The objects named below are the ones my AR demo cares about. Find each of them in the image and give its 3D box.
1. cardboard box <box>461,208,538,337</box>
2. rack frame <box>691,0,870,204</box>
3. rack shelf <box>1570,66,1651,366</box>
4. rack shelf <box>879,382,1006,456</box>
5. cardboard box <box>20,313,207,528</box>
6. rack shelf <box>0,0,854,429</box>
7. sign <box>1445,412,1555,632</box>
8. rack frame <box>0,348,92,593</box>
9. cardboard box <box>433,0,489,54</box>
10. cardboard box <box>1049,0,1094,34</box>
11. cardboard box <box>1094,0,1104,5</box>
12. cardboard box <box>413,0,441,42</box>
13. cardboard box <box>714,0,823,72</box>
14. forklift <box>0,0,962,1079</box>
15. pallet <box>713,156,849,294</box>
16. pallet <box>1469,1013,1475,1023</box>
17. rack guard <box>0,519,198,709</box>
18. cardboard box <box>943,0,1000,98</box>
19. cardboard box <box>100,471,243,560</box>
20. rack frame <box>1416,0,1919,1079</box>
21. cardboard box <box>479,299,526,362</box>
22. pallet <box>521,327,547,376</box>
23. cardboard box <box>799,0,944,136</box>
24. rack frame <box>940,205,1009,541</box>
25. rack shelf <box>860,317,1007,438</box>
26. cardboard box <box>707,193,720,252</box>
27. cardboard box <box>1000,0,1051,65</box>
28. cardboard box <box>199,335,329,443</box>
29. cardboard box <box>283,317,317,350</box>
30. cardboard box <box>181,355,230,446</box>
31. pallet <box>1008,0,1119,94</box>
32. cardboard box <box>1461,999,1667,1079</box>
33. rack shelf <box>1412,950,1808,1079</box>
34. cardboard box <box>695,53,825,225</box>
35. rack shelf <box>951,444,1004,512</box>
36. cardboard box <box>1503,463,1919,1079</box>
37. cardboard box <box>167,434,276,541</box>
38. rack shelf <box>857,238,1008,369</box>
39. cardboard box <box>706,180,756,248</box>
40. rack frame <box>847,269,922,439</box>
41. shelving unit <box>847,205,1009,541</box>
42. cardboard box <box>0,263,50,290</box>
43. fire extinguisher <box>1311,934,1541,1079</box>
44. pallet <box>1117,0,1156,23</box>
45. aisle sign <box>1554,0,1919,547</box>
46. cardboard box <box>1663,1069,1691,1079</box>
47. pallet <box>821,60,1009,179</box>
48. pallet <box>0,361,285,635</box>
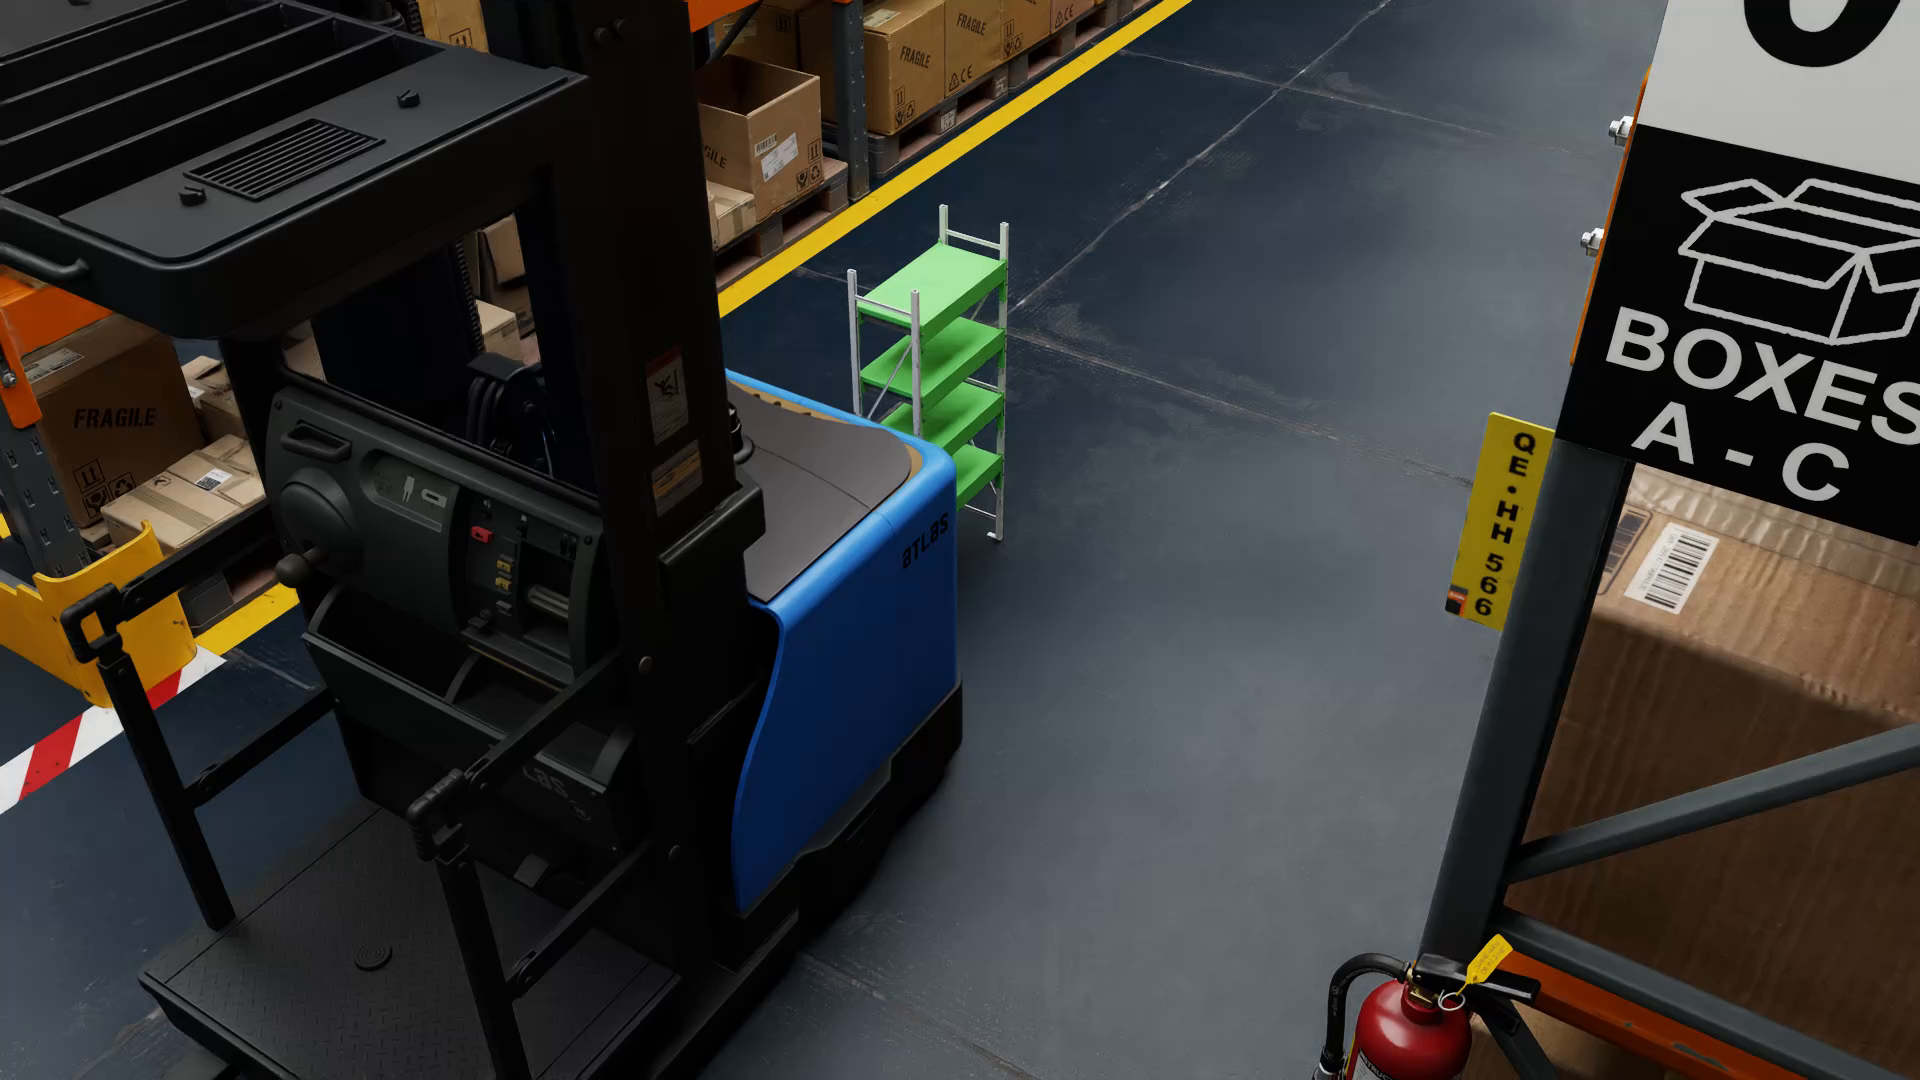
[{"bbox_3d":[-1.883,-1.175,6.501,0.797,0.503,0.637,21,42,25],"label":"cardboard box"},{"bbox_3d":[-0.881,-2.959,7.132,1.000,3.000,0.127,21,42,25],"label":"rack frame"},{"bbox_3d":[2.233,-1.213,2.999,1.077,0.370,4.000,21,42,25],"label":"rack shelf"},{"bbox_3d":[-0.089,-0.339,5.312,0.258,0.148,0.480,21,42,25],"label":"rack shelf"},{"bbox_3d":[-2.940,-0.442,5.554,0.500,0.500,0.500,21,42,25],"label":"cardboard box"},{"bbox_3d":[-1.952,-1.643,6.014,1.077,0.370,4.000,21,42,25],"label":"rack shelf"},{"bbox_3d":[0.710,-0.016,2.171,0.100,0.325,0.005,21,42,25],"label":"sign"},{"bbox_3d":[-3.024,-0.897,4.457,1.000,3.000,0.127,21,42,25],"label":"rack frame"},{"bbox_3d":[-1.751,-1.862,5.627,0.500,0.500,0.500,22,43,26],"label":"cardboard box"},{"bbox_3d":[0.406,-3.107,9.011,0.500,0.500,0.500,20,42,23],"label":"cardboard box"},{"bbox_3d":[0.682,-3.380,9.365,0.500,0.500,0.500,20,42,24],"label":"cardboard box"},{"bbox_3d":[-2.020,-1.605,5.293,0.500,0.500,0.500,21,42,25],"label":"cardboard box"},{"bbox_3d":[-0.858,-2.492,8.212,0.500,0.500,0.500,21,42,25],"label":"cardboard box"},{"bbox_3d":[-1.207,0.062,3.269,1.130,2.935,3.031,21,42,25],"label":"forklift"},{"bbox_3d":[-1.249,-1.501,7.525,1.003,0.211,1.213,21,42,25],"label":"pallet"},{"bbox_3d":[1.523,1.388,3.777,1.003,0.211,1.213,21,42,25],"label":"pallet"},{"bbox_3d":[-2.983,0.054,5.271,1.175,0.500,0.348,21,42,25],"label":"rack guard"},{"bbox_3d":[-0.139,-2.592,8.342,0.500,0.500,0.500,22,43,26],"label":"cardboard box"},{"bbox_3d":[-2.509,-0.046,5.327,0.380,0.149,0.250,21,42,25],"label":"cardboard box"},{"bbox_3d":[1.158,0.720,2.359,0.949,2.616,0.053,21,42,25],"label":"rack frame"},{"bbox_3d":[-1.957,-0.686,6.074,0.500,0.250,0.500,21,42,25],"label":"cardboard box"},{"bbox_3d":[-1.902,-0.870,6.705,1.003,0.211,1.213,21,42,25],"label":"pallet"},{"bbox_3d":[-0.416,-2.313,7.981,0.500,0.500,0.500,19,42,23],"label":"cardboard box"},{"bbox_3d":[0.042,-0.516,5.436,0.240,1.200,0.015,21,42,25],"label":"rack frame"},{"bbox_3d":[-0.089,-0.529,5.165,0.258,0.148,0.480,21,42,25],"label":"rack shelf"},{"bbox_3d":[-1.348,-1.296,6.816,0.500,0.311,0.500,21,42,25],"label":"cardboard box"},{"bbox_3d":[0.135,-2.847,8.673,0.500,0.500,0.500,22,43,26],"label":"cardboard box"},{"bbox_3d":[-2.225,-0.428,5.740,0.500,0.250,0.500,21,42,25],"label":"cardboard box"},{"bbox_3d":[-2.406,-0.823,6.253,0.500,0.250,0.500,21,42,25],"label":"cardboard box"},{"bbox_3d":[-2.647,-0.490,5.889,0.380,0.166,0.250,21,42,25],"label":"cardboard box"},{"bbox_3d":[0.176,-2.918,9.362,1.003,0.211,1.213,21,42,25],"label":"pallet"},{"bbox_3d":[1.452,1.151,3.503,0.700,0.500,0.500,21,42,25],"label":"cardboard box"},{"bbox_3d":[2.233,-0.025,3.915,1.077,0.370,4.000,21,42,25],"label":"rack shelf"},{"bbox_3d":[-0.946,-1.757,7.259,0.500,0.500,0.500,21,42,25],"label":"cardboard box"},{"bbox_3d":[-0.089,-0.149,5.459,0.258,0.148,0.480,21,42,25],"label":"rack shelf"},{"bbox_3d":[1.426,0.336,2.611,0.980,0.700,0.700,23,43,27],"label":"cardboard box"},{"bbox_3d":[-2.375,-0.182,5.489,0.380,0.166,0.250,21,42,25],"label":"cardboard box"},{"bbox_3d":[-0.089,-0.719,5.019,0.258,0.148,0.480,21,42,25],"label":"rack shelf"},{"bbox_3d":[-1.097,-1.405,7.090,0.380,0.149,0.250,21,42,25],"label":"cardboard box"},{"bbox_3d":[-0.219,-0.264,5.110,0.240,1.200,0.015,21,42,25],"label":"rack frame"},{"bbox_3d":[-0.089,-0.390,5.273,0.258,1.200,0.503,21,42,25],"label":"shelving unit"},{"bbox_3d":[-2.563,-1.079,4.611,0.500,0.500,0.500,22,43,26],"label":"cardboard box"},{"bbox_3d":[0.691,0.826,2.590,0.296,0.674,0.183,21,42,25],"label":"fire extinguisher"},{"bbox_3d":[0.831,-3.544,10.175,1.003,0.211,1.213,21,42,25],"label":"pallet"},{"bbox_3d":[0.869,-0.369,1.643,0.394,0.787,0.004,21,42,25],"label":"aisle sign"},{"bbox_3d":[1.554,1.024,3.137,0.380,0.149,0.250,21,43,25],"label":"cardboard box"},{"bbox_3d":[-0.477,-2.287,8.543,1.003,0.211,1.213,21,42,25],"label":"pallet"},{"bbox_3d":[-2.557,-0.243,5.893,1.003,0.211,1.213,21,42,25],"label":"pallet"}]
